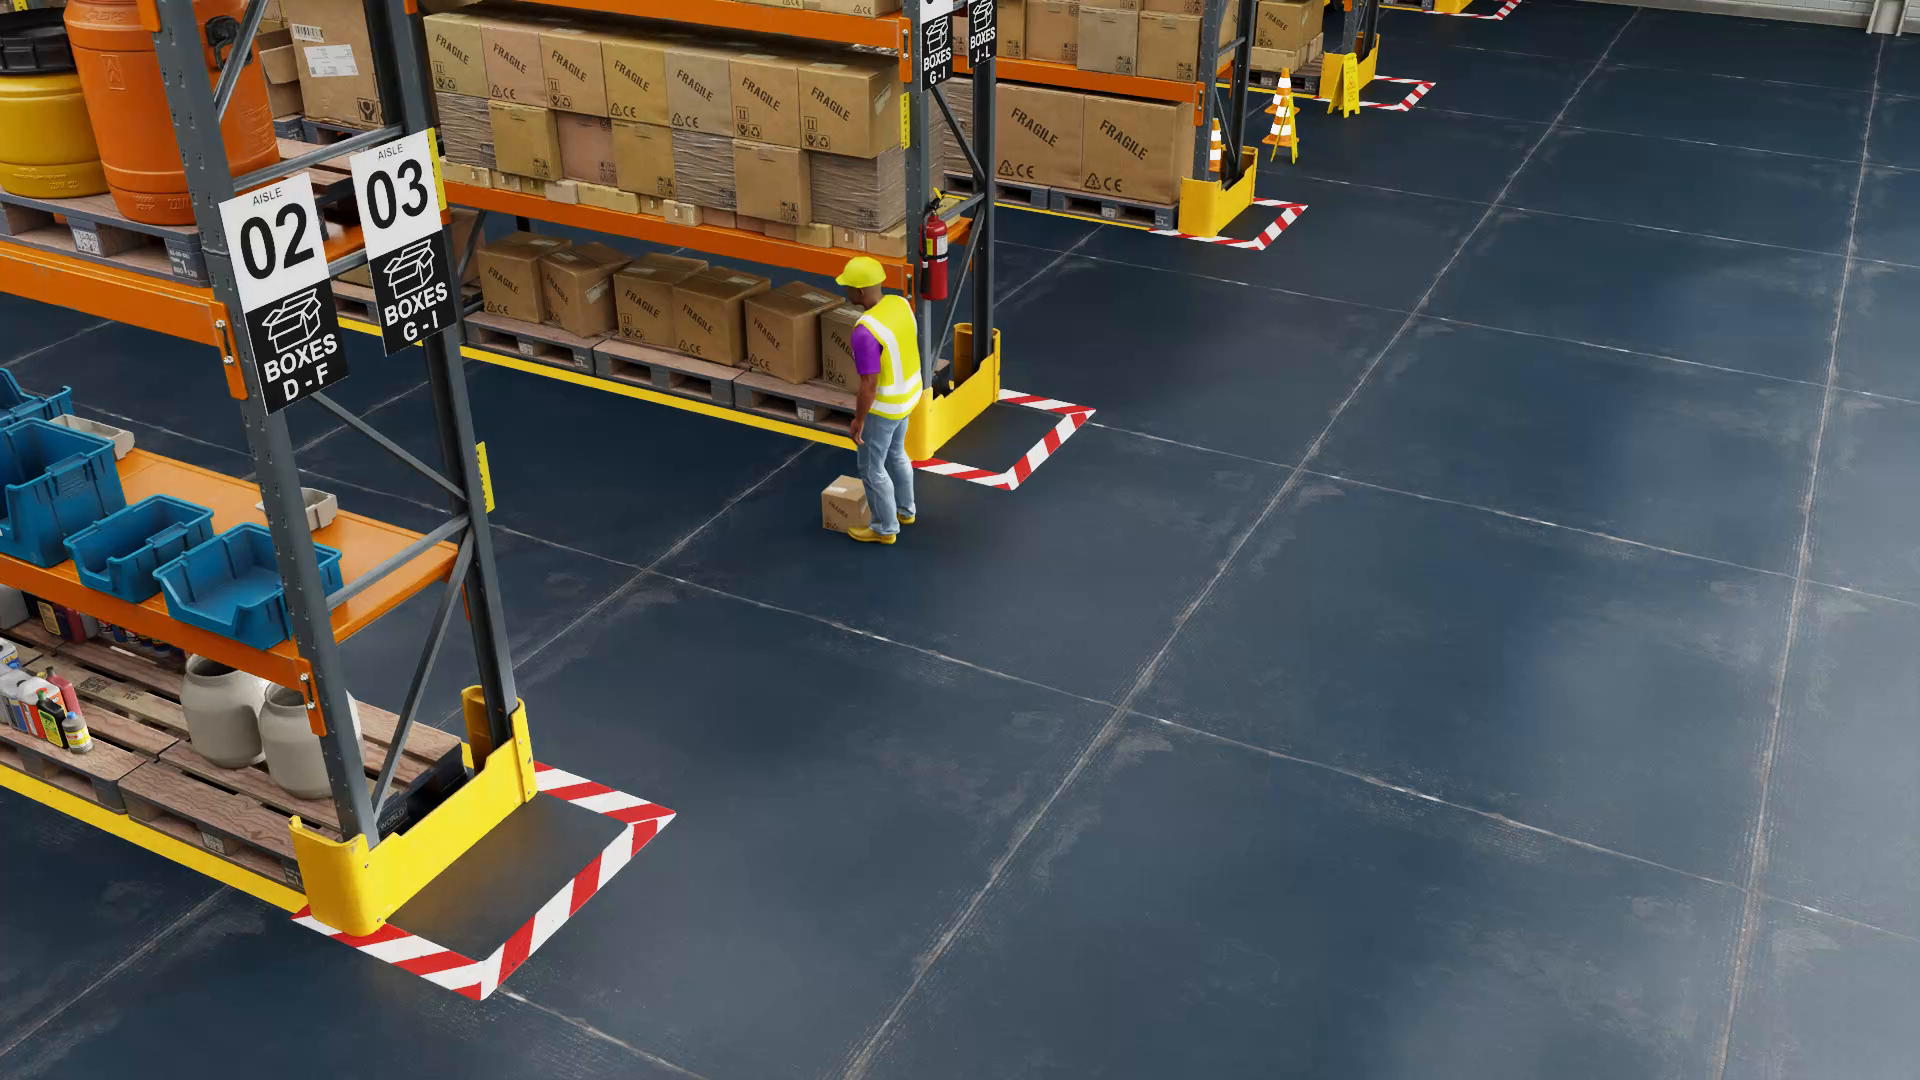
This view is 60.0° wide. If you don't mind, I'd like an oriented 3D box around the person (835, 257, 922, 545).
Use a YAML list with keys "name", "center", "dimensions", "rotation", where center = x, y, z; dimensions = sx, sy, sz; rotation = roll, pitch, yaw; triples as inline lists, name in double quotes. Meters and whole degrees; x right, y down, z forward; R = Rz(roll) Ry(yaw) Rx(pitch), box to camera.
- name: "person"
  center: [-0.469, -0.813, 9.691]
  dimensions: [0.462, 1.759, 0.633]
  rotation: [12, 32, 20]
